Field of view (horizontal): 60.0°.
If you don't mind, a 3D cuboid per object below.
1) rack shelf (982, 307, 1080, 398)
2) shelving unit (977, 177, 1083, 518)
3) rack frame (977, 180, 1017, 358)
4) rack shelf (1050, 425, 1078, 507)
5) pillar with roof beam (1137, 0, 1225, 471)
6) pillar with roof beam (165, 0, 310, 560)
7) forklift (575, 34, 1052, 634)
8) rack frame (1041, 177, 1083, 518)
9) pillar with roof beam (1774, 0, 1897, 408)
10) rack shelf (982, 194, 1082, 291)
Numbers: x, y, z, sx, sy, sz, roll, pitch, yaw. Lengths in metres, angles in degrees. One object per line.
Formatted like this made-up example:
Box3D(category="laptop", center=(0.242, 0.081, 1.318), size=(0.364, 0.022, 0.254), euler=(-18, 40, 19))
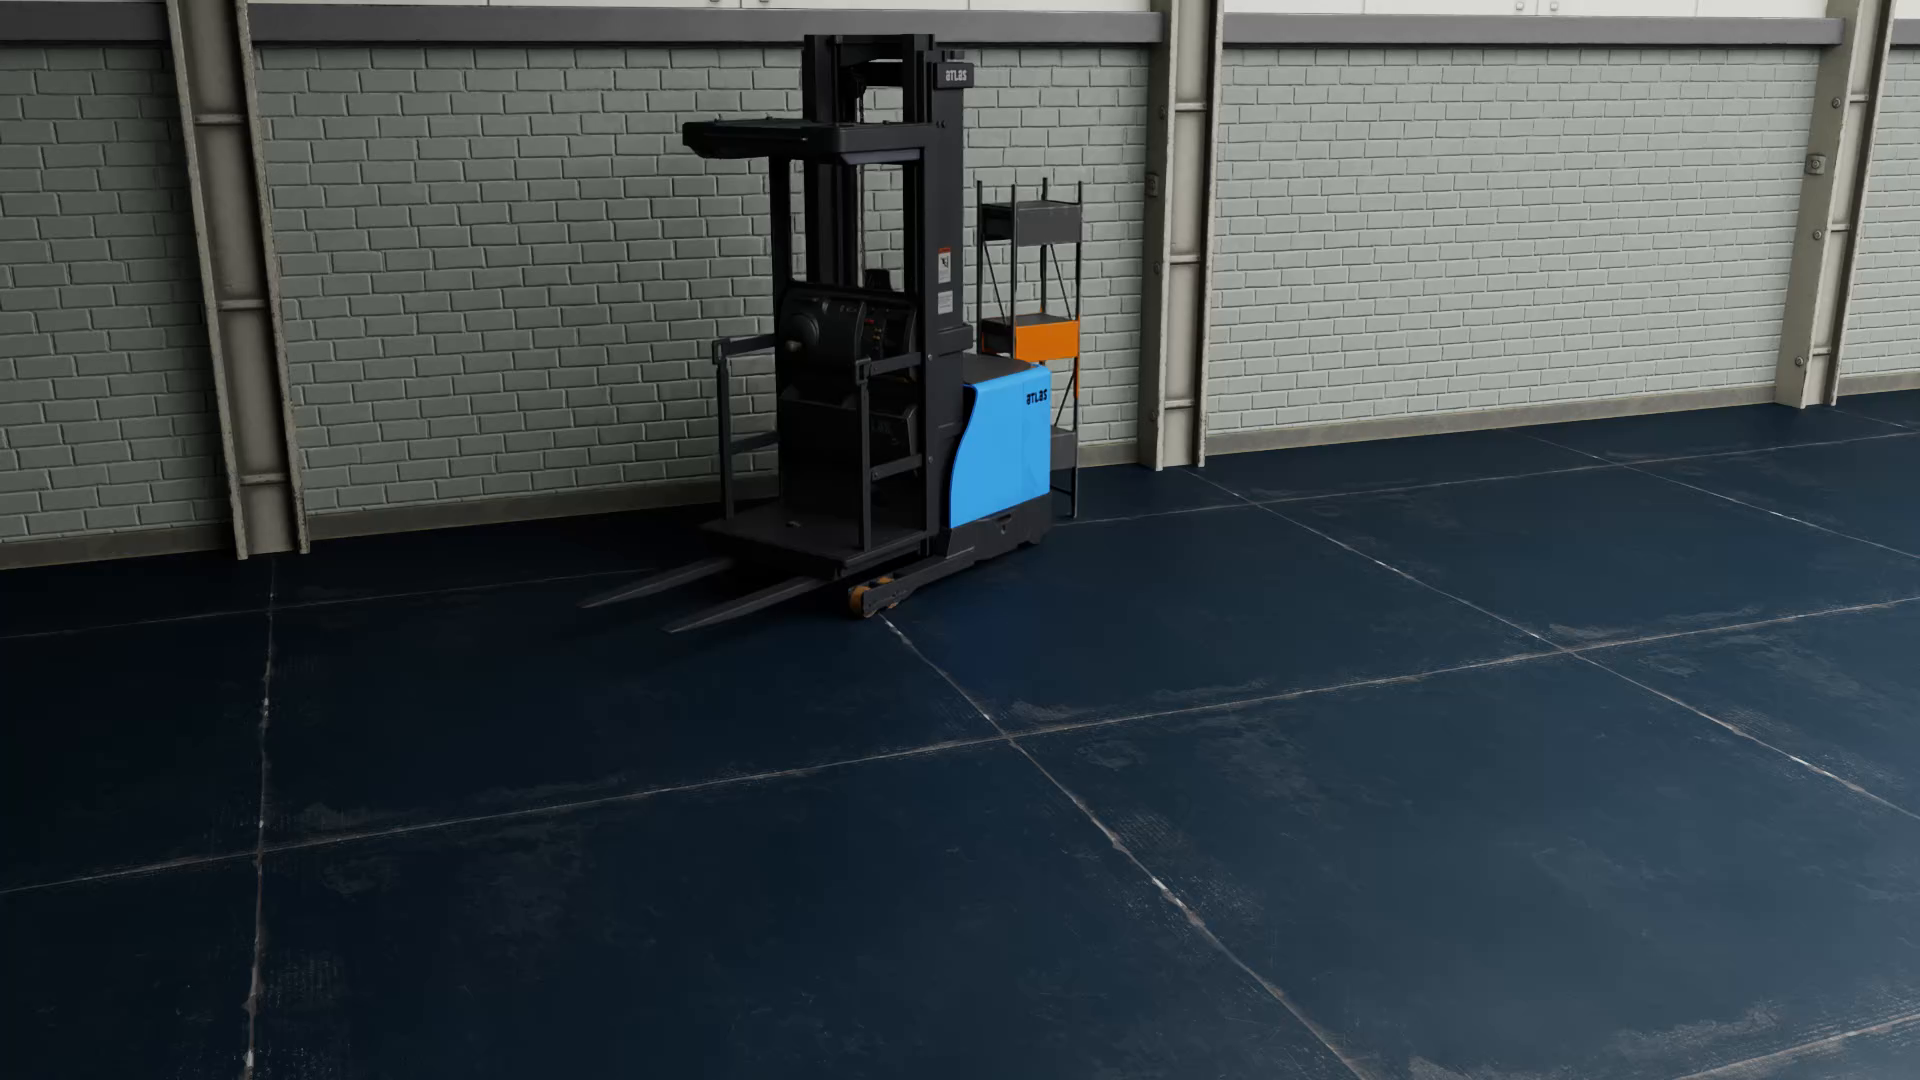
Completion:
Box3D(category="rack shelf", center=(0.422, -1.144, 10.316), size=(0.480, 0.518, 0.431), euler=(-10, 19, -31))
Box3D(category="shelving unit", center=(0.422, -1.157, 10.312), size=(0.503, 2.100, 0.431), euler=(-10, 19, -31))
Box3D(category="rack frame", center=(0.218, -1.120, 10.185), size=(0.015, 2.100, 0.400), euler=(-10, 19, -31))
Box3D(category="rack shelf", center=(0.422, -0.472, 10.513), size=(0.480, 0.518, 0.431), euler=(-10, 19, -31))
Box3D(category="pillar with roof beam", center=(3.054, -3.734, 6.844), size=(0.400, 9.000, 9.100), euler=(-6, 17, -20))
Box3D(category="pillar with roof beam", center=(-2.549, -3.130, 4.784), size=(0.400, 9.000, 9.100), euler=(-6, 17, -20))
Box3D(category="forklift", center=(-0.731, -1.154, 8.826), size=(1.130, 2.935, 3.031), euler=(12, 20, 35))
Box3D(category="rack frame", center=(0.627, -1.195, 10.439), size=(0.015, 2.100, 0.400), euler=(-10, 19, -31))
Box3D(category="pillar with roof beam", center=(8.657, -4.339, 8.904), size=(0.400, 9.000, 9.100), euler=(-6, 17, -20))
Box3D(category="rack shelf", center=(0.422, -1.816, 10.119), size=(0.480, 0.518, 0.431), euler=(-10, 19, -31))
